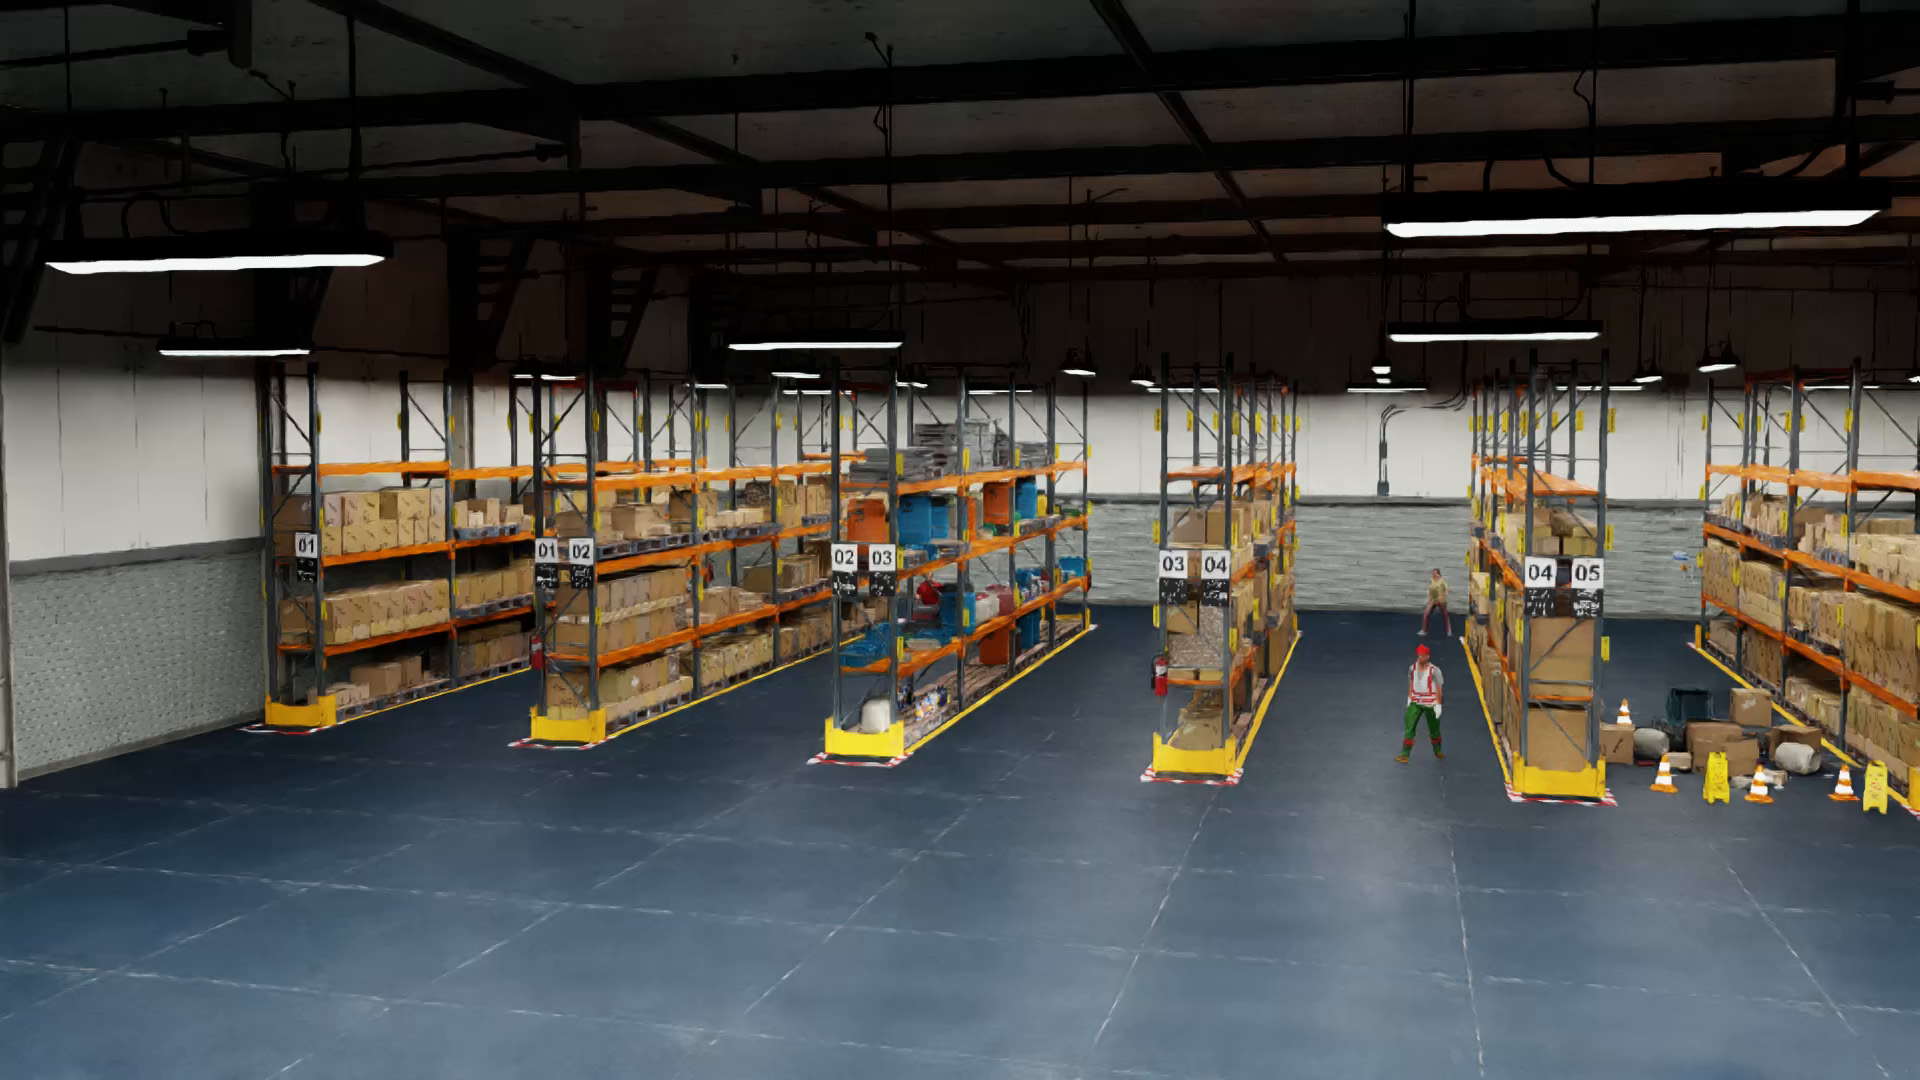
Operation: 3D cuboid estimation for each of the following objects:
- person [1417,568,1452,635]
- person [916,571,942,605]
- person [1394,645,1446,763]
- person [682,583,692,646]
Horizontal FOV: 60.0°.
[{"bbox_3d":[11.224,1.439,39.129,0.640,1.606,0.834,3,5,38],"label":"person"},{"bbox_3d":[-0.666,1.532,37.580,0.686,1.664,0.861,1,4,20],"label":"person"},{"bbox_3d":[6.819,2.409,24.529,0.590,1.744,0.961,3,5,38],"label":"person"},{"bbox_3d":[-5.686,1.728,34.644,0.523,1.667,0.478,-4,6,-45],"label":"person"}]
